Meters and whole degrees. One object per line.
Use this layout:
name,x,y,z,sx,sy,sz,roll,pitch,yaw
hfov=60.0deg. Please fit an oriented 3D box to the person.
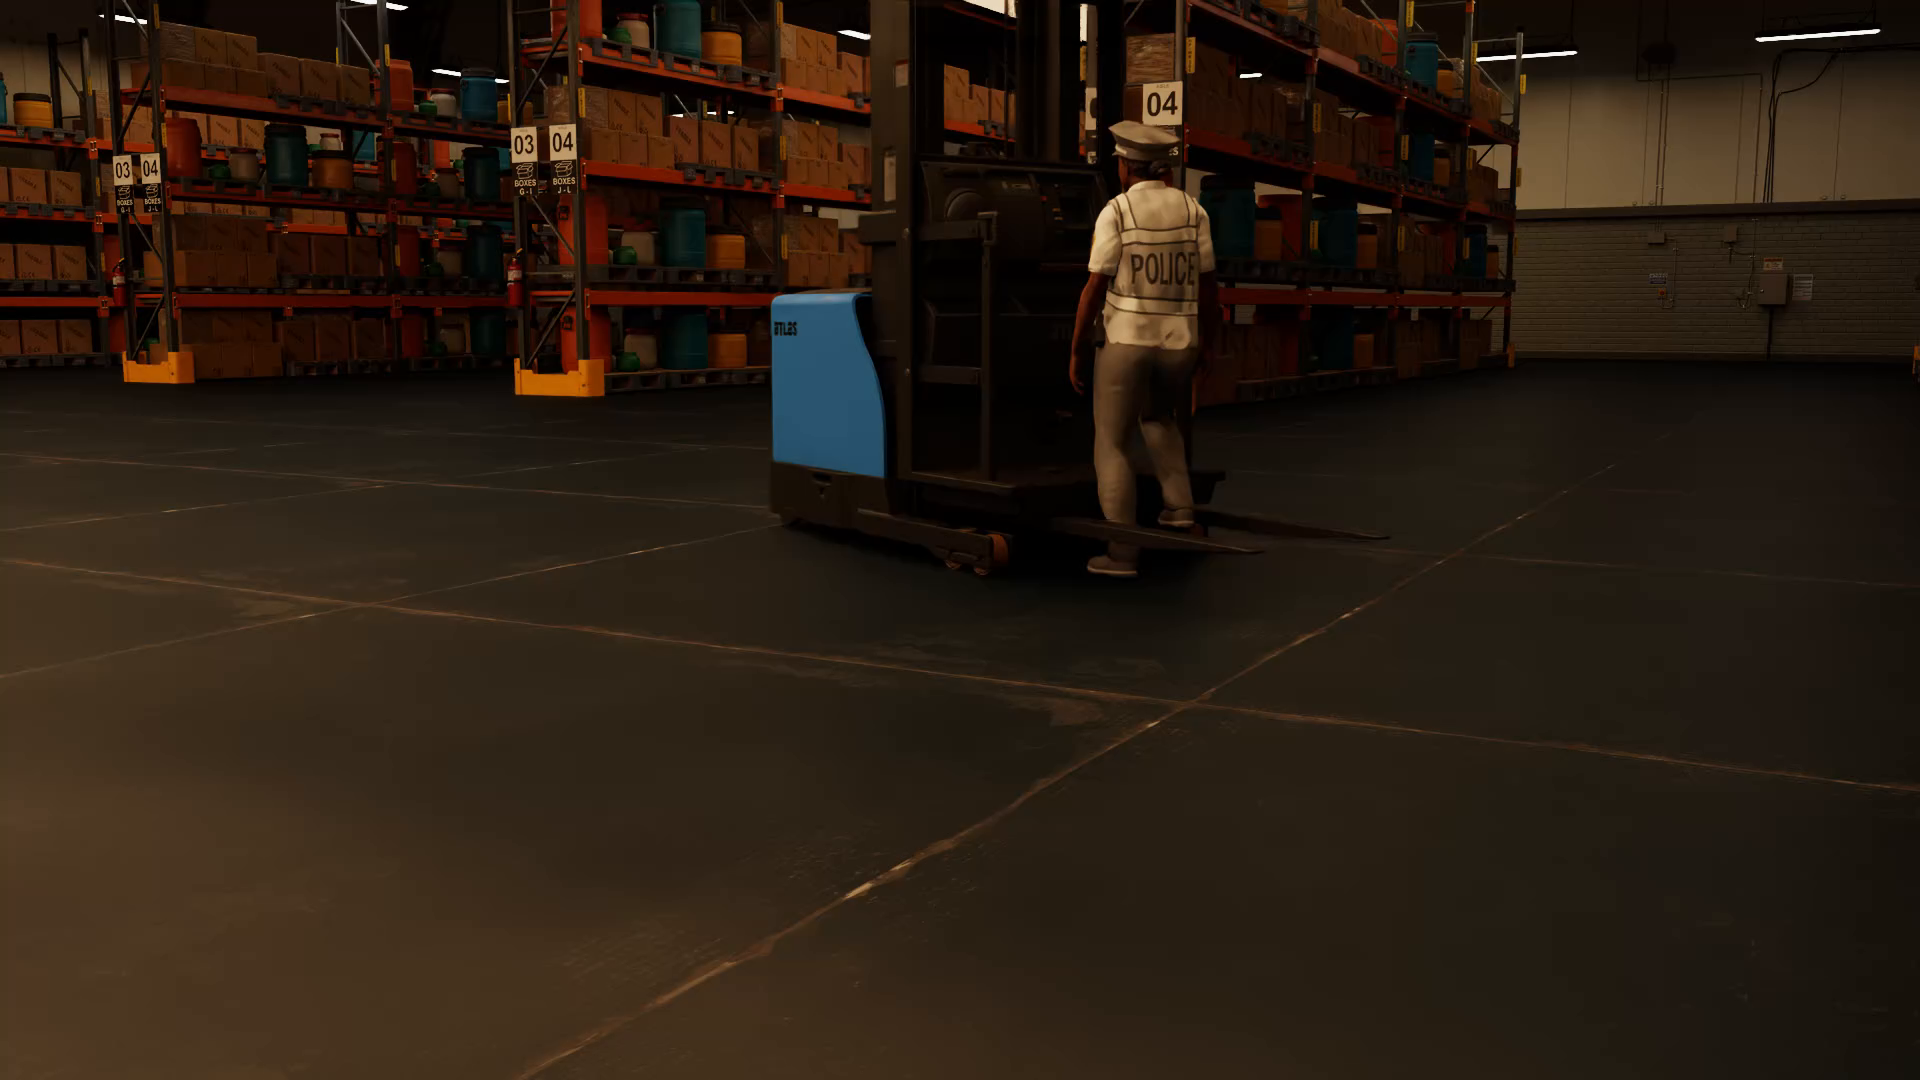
person,0.659,-0.706,6.228,0.566,1.686,0.525,-3,8,-18

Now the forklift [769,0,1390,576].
forklift,0.364,-1.388,6.651,1.130,2.935,3.031,-5,10,-34
